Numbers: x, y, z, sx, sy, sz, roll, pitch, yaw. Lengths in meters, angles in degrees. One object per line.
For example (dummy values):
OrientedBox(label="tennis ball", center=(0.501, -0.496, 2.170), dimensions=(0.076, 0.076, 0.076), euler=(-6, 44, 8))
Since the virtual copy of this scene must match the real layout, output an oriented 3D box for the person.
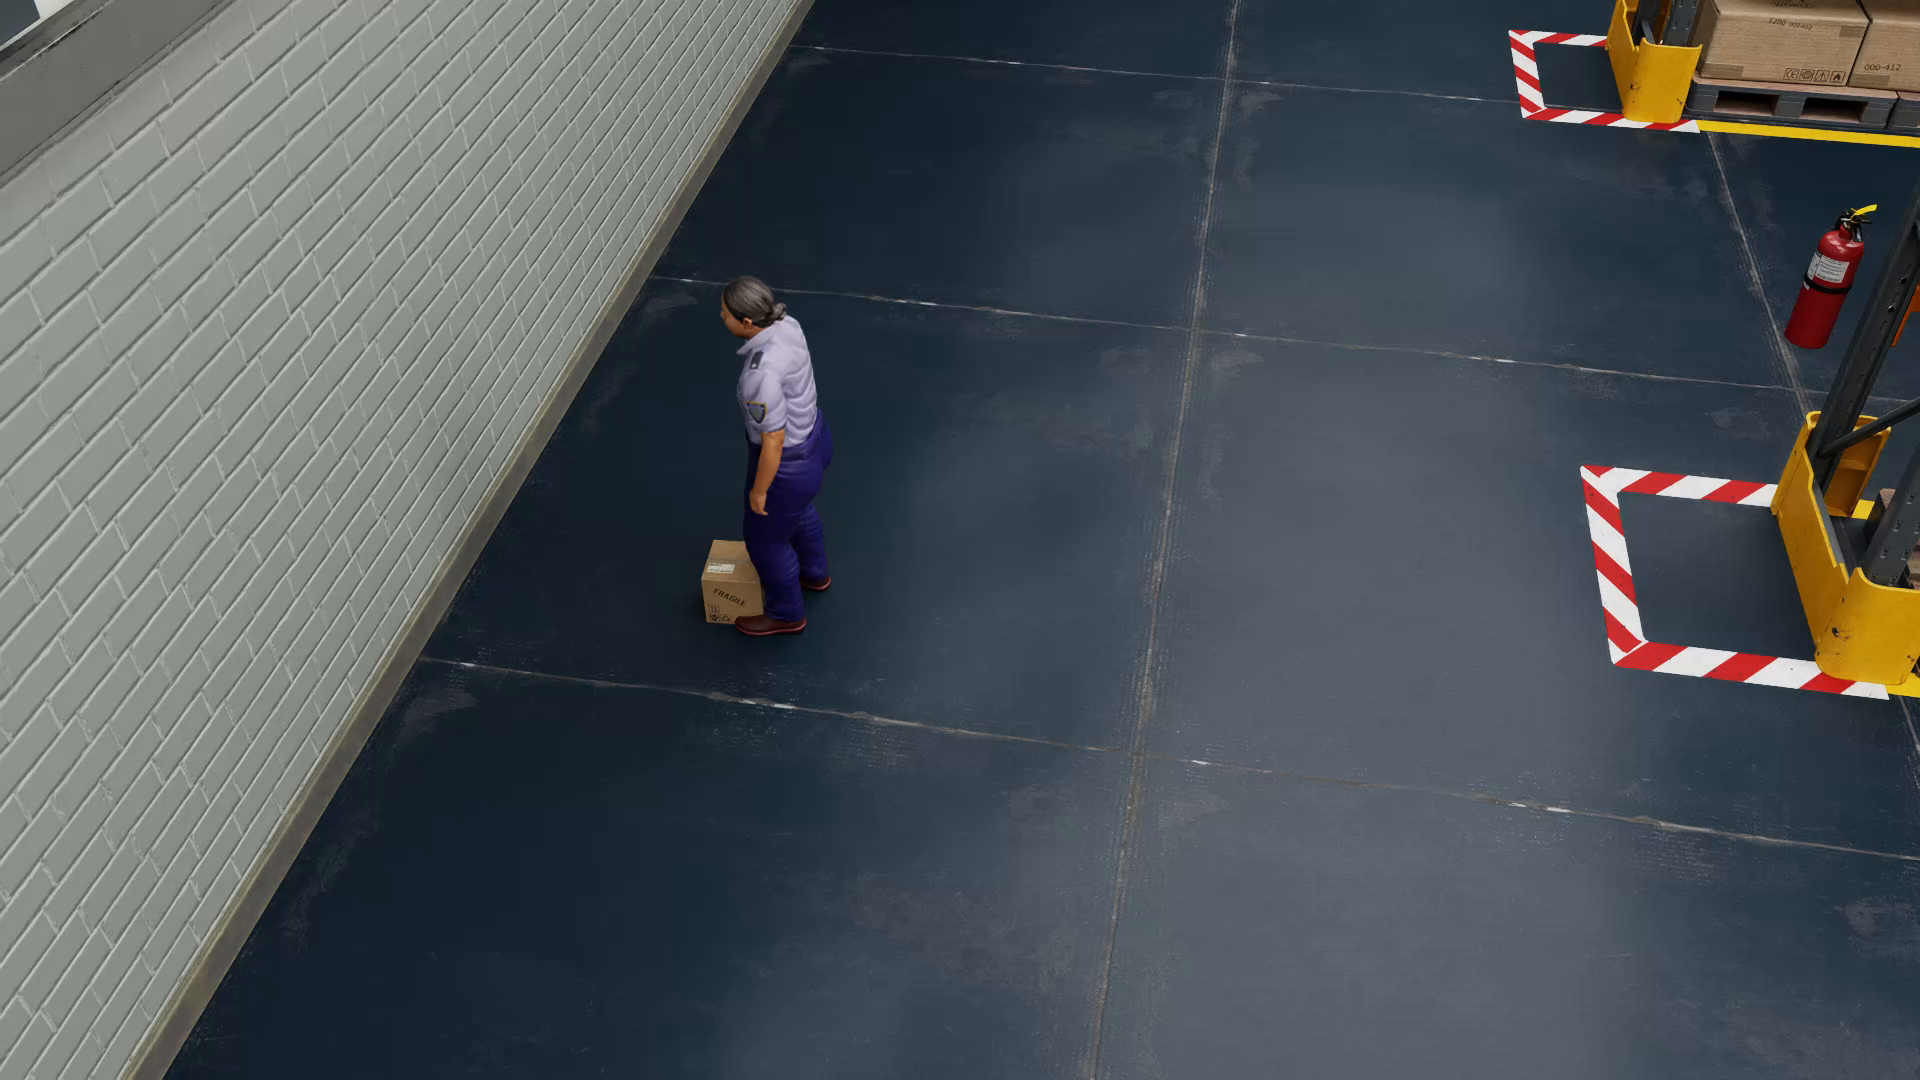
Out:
OrientedBox(label="person", center=(-0.721, -0.329, 6.544), dimensions=(0.414, 1.652, 0.543), euler=(6, 41, 7))
